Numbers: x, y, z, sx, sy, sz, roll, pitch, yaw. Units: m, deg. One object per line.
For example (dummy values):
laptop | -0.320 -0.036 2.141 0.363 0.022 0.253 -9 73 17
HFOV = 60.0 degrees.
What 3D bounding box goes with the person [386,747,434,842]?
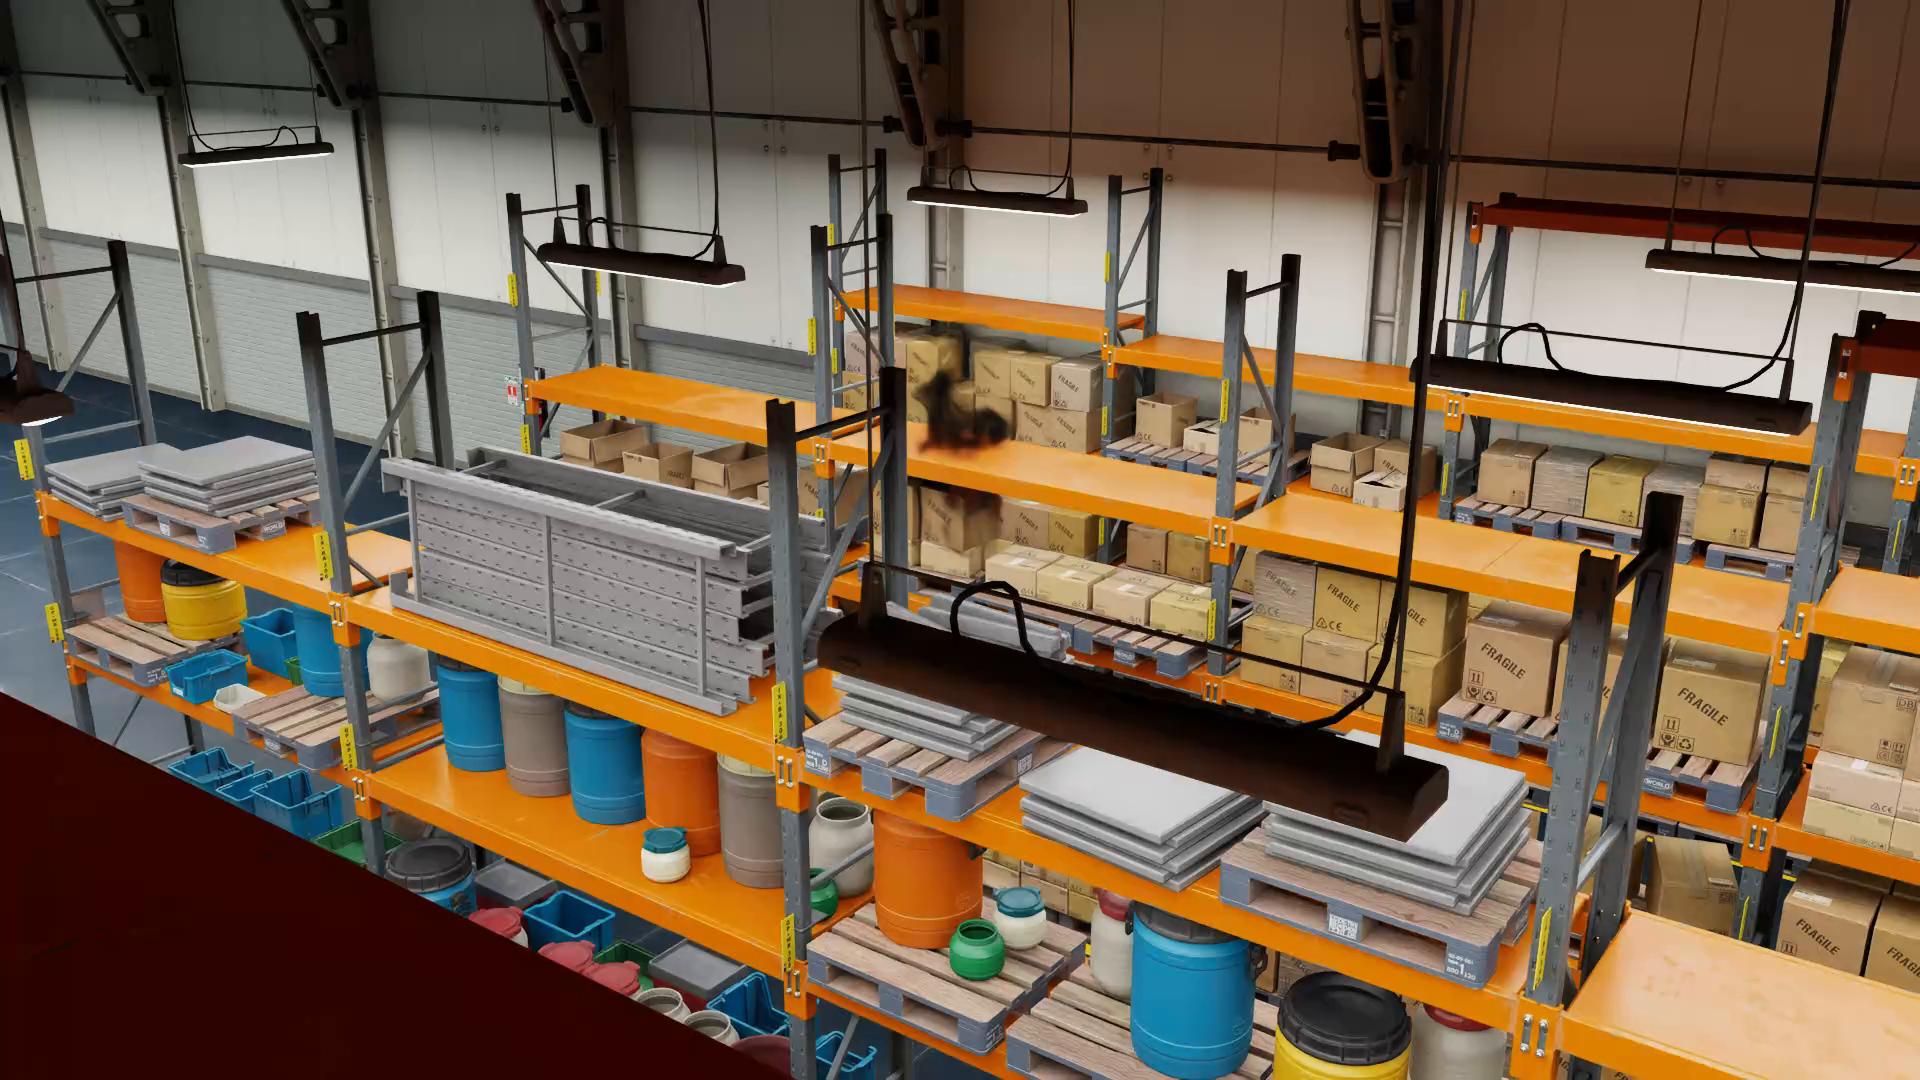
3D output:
person | -4.894 2.477 15.088 0.816 1.717 0.633 7 20 20
